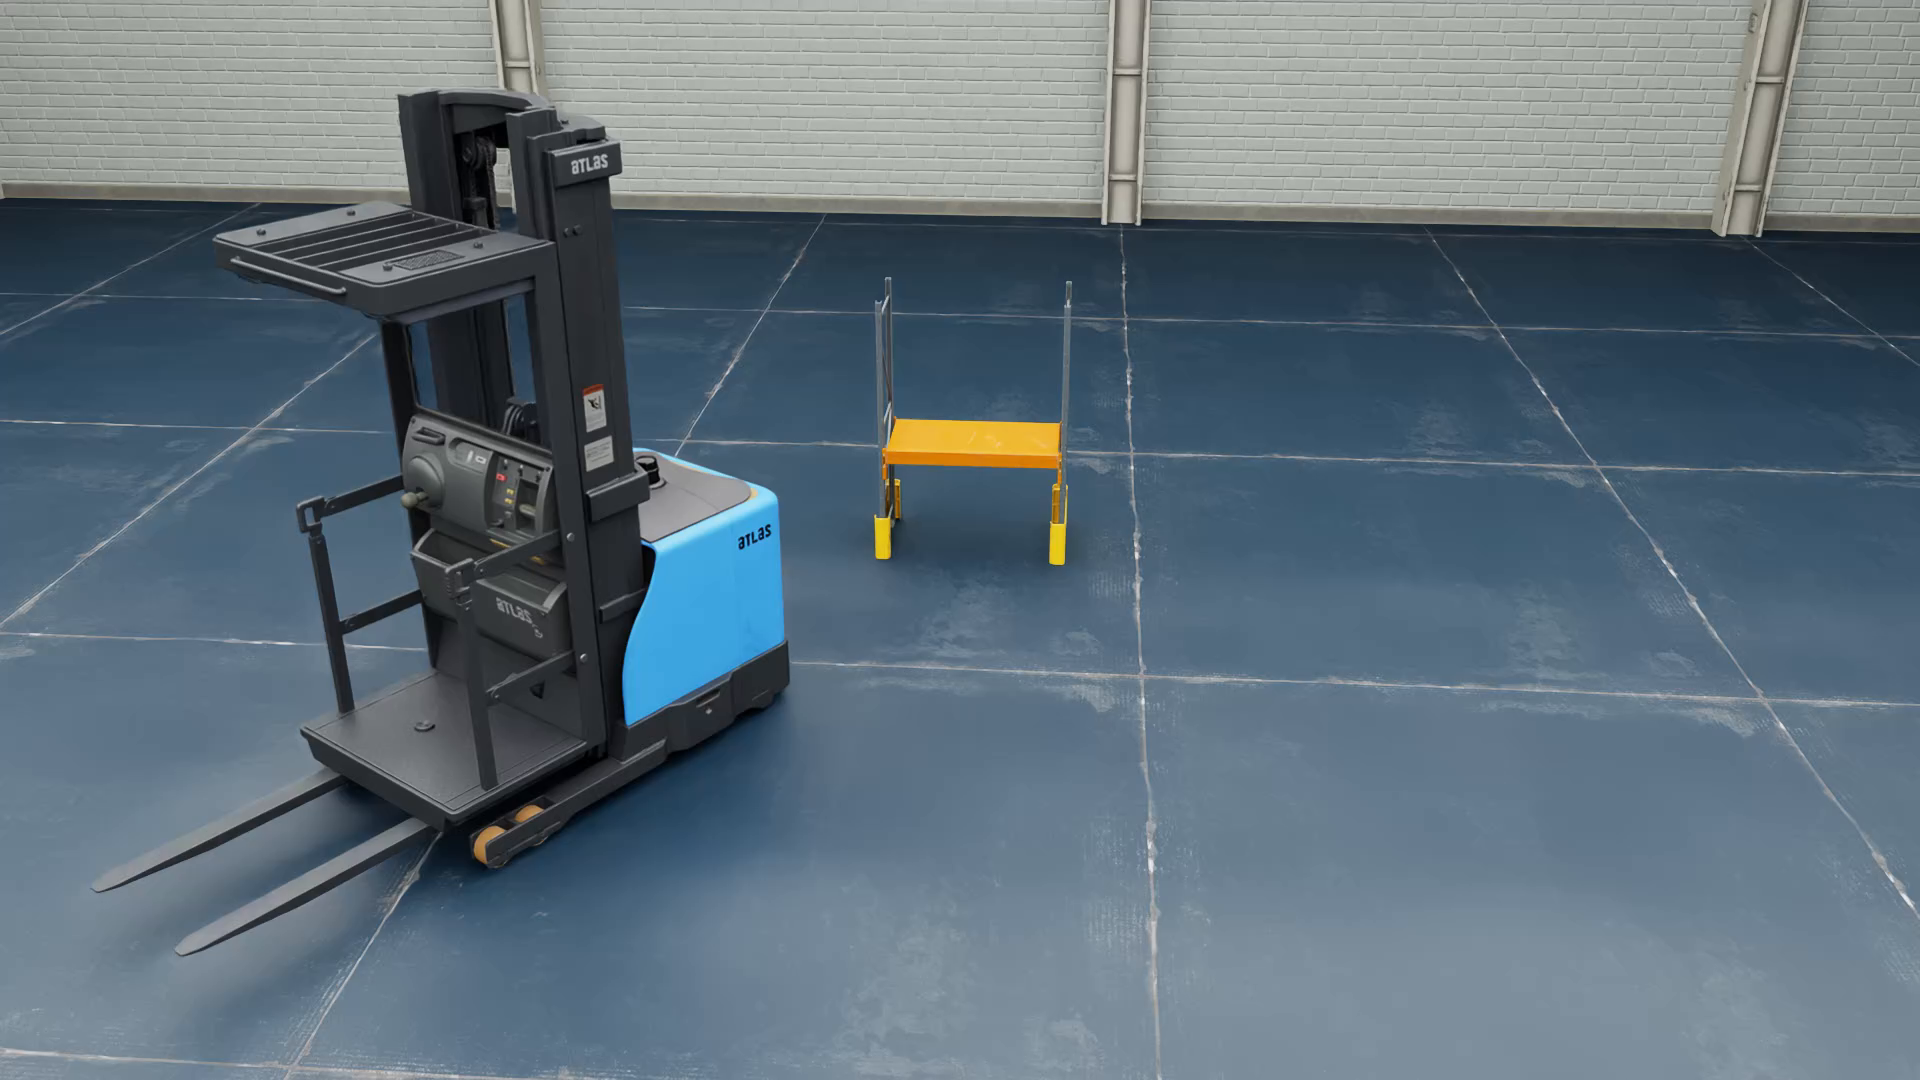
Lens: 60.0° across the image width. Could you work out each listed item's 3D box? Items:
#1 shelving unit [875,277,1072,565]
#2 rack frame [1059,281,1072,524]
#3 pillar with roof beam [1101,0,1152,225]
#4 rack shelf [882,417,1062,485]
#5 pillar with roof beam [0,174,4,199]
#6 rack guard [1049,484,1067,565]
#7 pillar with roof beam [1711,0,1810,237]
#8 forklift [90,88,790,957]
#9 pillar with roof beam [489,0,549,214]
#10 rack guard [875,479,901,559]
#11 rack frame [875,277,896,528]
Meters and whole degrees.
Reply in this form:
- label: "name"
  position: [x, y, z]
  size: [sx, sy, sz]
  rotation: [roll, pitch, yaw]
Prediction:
- label: "shelving unit"
  position: [0.076, -0.679, 9.431]
  size: [1.083, 1.500, 0.587]
  rotation: [2, 25, 4]
- label: "rack frame"
  position: [0.592, -0.662, 9.395]
  size: [0.032, 1.500, 0.500]
  rotation: [2, 25, 4]
- label: "pillar with roof beam"
  position: [1.289, -5.500, 10.937]
  size: [0.400, 9.000, 9.100]
  rotation: [2, 25, 4]
- label: "rack shelf"
  position: [0.085, -0.515, 9.506]
  size: [1.000, 0.185, 0.538]
  rotation: [2, 25, 4]
- label: "pillar with roof beam"
  position: [-10.676, -5.884, 11.772]
  size: [0.400, 9.000, 9.100]
  rotation: [2, 25, 4]
- label: "rack guard"
  position: [0.573, -0.095, 9.658]
  size: [0.087, 0.250, 0.587]
  rotation: [2, 25, 4]
- label: "pillar with roof beam"
  position: [7.271, -5.308, 10.520]
  size: [0.400, 9.000, 9.100]
  rotation: [2, 25, 4]
- label: "forklift"
  position: [-2.128, -0.220, 6.722]
  size: [1.130, 2.935, 3.031]
  rotation: [18, 30, 34]
- label: "pillar with roof beam"
  position: [-4.694, -5.692, 11.354]
  size: [0.400, 9.000, 9.100]
  rotation: [2, 25, 4]
- label: "rack guard"
  position: [-0.421, -0.127, 9.727]
  size: [0.087, 0.250, 0.587]
  rotation: [2, 25, 4]
- label: "rack frame"
  position: [-0.422, -0.695, 9.466]
  size: [0.032, 1.500, 0.500]
  rotation: [2, 25, 4]
